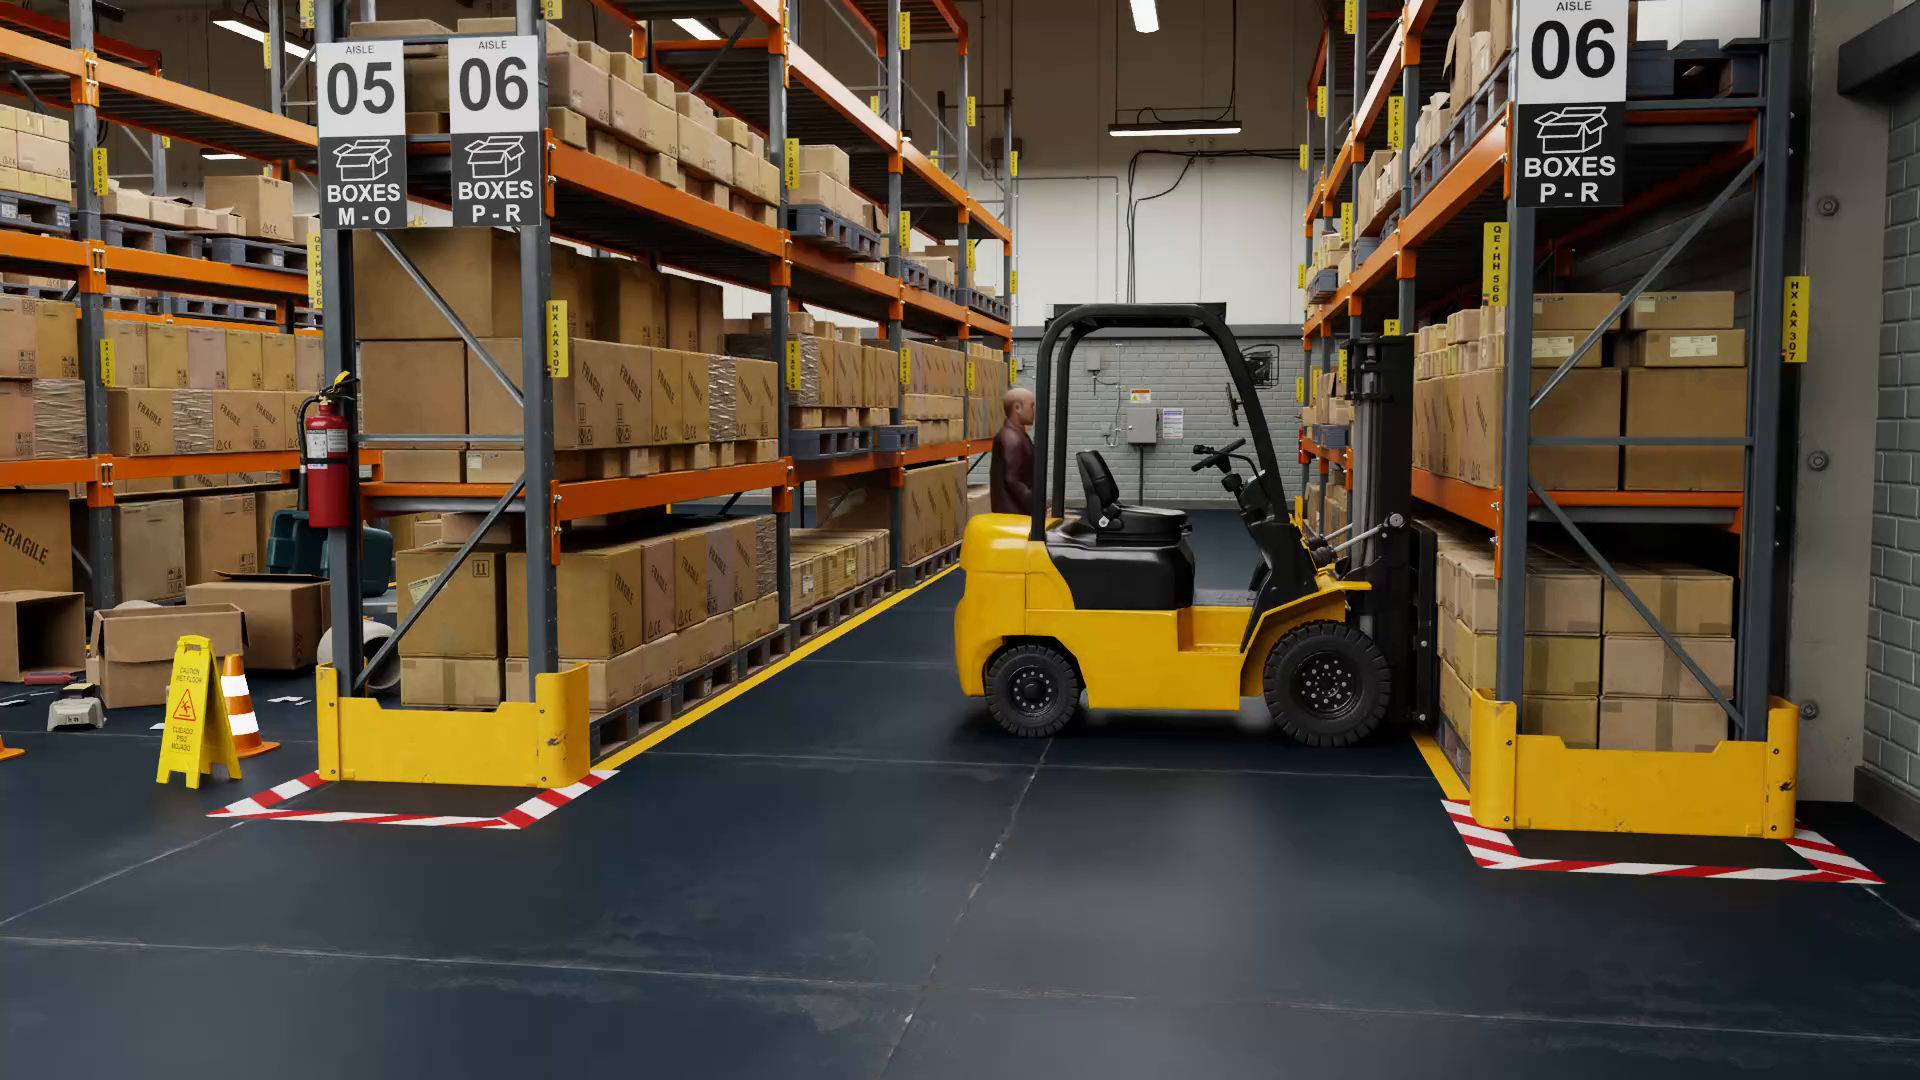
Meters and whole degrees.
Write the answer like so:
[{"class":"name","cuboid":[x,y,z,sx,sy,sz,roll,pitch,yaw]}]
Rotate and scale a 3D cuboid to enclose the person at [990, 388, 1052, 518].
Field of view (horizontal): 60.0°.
[{"class":"person","cuboid":[0.424,-0.099,10.831,0.455,1.782,0.577,1,4,8]}]
